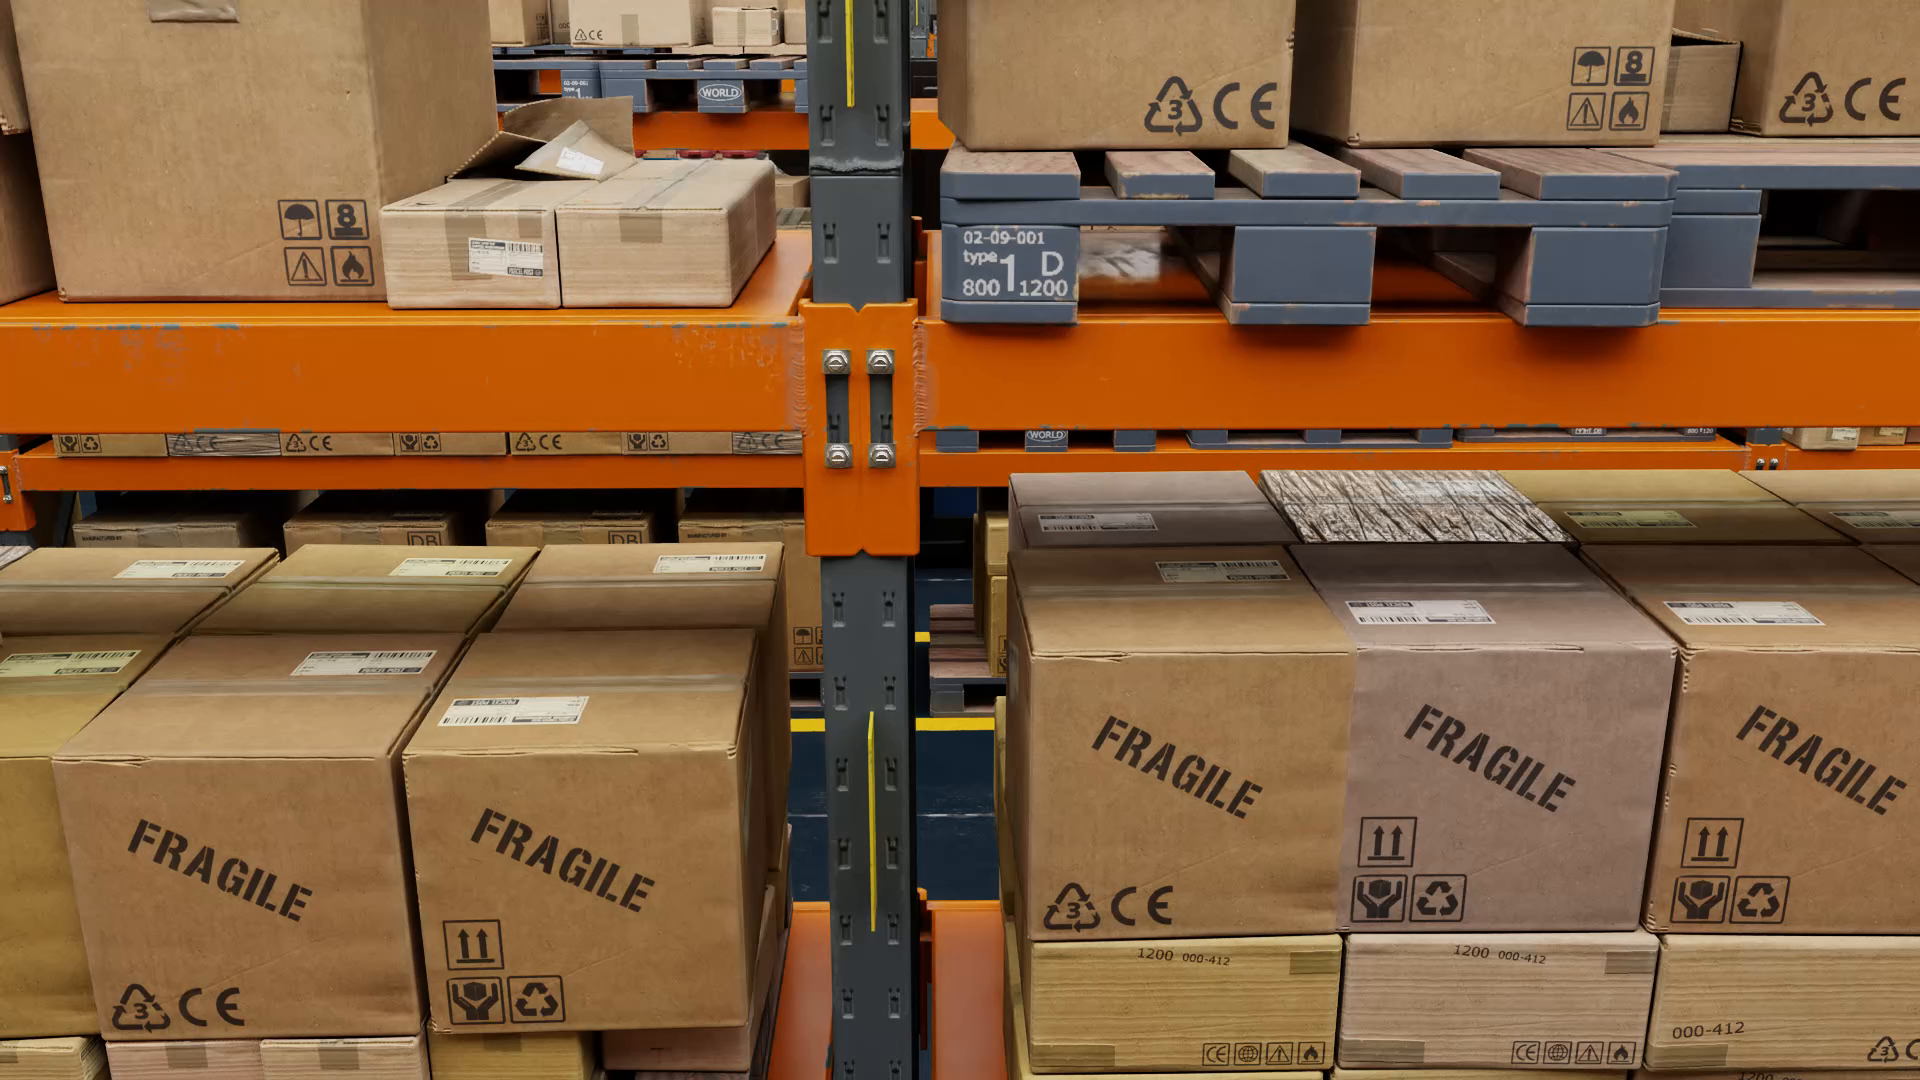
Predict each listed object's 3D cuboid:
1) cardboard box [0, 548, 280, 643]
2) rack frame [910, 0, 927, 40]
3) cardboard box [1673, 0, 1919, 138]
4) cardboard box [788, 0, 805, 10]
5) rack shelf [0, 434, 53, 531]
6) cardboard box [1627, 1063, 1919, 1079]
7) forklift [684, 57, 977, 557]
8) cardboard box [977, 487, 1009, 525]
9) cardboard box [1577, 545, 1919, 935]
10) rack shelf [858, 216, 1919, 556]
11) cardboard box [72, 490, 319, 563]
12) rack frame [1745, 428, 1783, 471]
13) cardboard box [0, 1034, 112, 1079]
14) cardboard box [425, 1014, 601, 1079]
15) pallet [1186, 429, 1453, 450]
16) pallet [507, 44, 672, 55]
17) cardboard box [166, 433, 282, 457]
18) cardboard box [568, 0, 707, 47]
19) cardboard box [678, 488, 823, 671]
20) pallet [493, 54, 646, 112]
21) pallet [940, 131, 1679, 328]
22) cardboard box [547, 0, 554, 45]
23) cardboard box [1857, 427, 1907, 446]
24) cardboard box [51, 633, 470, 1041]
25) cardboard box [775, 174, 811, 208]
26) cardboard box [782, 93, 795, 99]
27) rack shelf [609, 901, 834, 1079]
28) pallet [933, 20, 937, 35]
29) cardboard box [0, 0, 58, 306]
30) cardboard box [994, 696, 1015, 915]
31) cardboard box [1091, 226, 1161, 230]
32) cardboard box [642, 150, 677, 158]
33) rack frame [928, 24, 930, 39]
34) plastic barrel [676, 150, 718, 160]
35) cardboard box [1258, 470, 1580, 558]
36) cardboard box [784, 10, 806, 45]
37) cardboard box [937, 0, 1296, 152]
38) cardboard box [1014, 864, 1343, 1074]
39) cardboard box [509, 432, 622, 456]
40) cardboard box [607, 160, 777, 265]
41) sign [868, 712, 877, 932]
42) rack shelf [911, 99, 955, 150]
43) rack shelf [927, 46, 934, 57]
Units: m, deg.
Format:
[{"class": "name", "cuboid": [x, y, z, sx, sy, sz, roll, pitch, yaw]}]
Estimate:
[{"class": "cardboard box", "cuboid": [-1.657, 0.328, 3.275, 0.500, 0.500, 0.500, 0, 18, 0]}, {"class": "rack frame", "cuboid": [-0.308, -5.106, 11.734, 0.127, 3.000, 1.000, 0, 18, -1]}, {"class": "cardboard box", "cuboid": [1.606, -0.996, 2.980, 0.500, 0.500, 0.500, 0, 18, 0]}, {"class": "cardboard box", "cuboid": [-1.293, -3.879, 11.837, 0.500, 0.500, 0.500, 0, 18, -1]}, {"class": "rack shelf", "cuboid": [-6.330, -0.363, 7.946, 4.000, 0.370, 1.077, 0, 18, -1]}, {"class": "cardboard box", "cuboid": [1.380, 0.914, 3.033, 0.500, 0.250, 0.500, 0, 18, 1]}, {"class": "forklift", "cuboid": [-0.630, -1.388, 10.077, 3.031, 2.935, 1.130, -1, 18, -2]}, {"class": "cardboard box", "cuboid": [0.349, -0.185, 8.389, 0.500, 0.250, 0.500, -1, 18, -2]}, {"class": "cardboard box", "cuboid": [1.359, 0.322, 2.831, 0.500, 0.500, 0.500, 0, 18, 1]}, {"class": "rack shelf", "cuboid": [1.849, -0.319, 2.897, 4.000, 0.370, 1.077, 0, 18, -1]}, {"class": "cardboard box", "cuboid": [-3.711, 0.126, 8.241, 0.750, 0.750, 1.050, 0, 18, -1]}, {"class": "rack frame", "cuboid": [3.669, -0.754, 7.987, 0.127, 3.000, 1.000, 0, 18, -1]}, {"class": "cardboard box", "cuboid": [-1.520, 0.813, 2.827, 0.250, 0.149, 0.380, 0, 18, 0]}, {"class": "cardboard box", "cuboid": [-0.742, 0.793, 2.888, 0.250, 0.149, 0.380, 0, 18, 0]}, {"class": "pallet", "cuboid": [1.648, -0.665, 8.025, 1.213, 0.211, 1.003, 0, 18, -1]}, {"class": "pallet", "cuboid": [-2.651, -3.546, 12.087, 1.003, 0.211, 1.213, 0, 18, -1]}, {"class": "cardboard box", "cuboid": [-3.295, -0.686, 7.611, 0.500, 0.500, 0.500, 0, 18, 0]}, {"class": "cardboard box", "cuboid": [-1.371, -2.271, 7.101, 0.500, 0.311, 0.500, 0, 18, -1]}, {"class": "cardboard box", "cuboid": [-0.941, 0.112, 8.282, 0.750, 0.750, 1.050, -1, 18, -2]}, {"class": "pallet", "cuboid": [-2.091, -2.047, 7.417, 1.213, 0.211, 1.003, 1, 18, 2]}, {"class": "pallet", "cuboid": [0.492, -0.581, 2.846, 1.003, 0.211, 1.213, 1, 18, 2]}, {"class": "cardboard box", "cuboid": [-2.072, -2.427, 7.586, 0.500, 0.311, 0.500, -1, 18, -2]}, {"class": "cardboard box", "cuboid": [4.215, -0.560, 7.792, 0.250, 0.149, 0.380, 0, 18, 1]}, {"class": "cardboard box", "cuboid": [-1.118, 0.481, 2.801, 0.500, 0.500, 0.500, -1, 18, -2]}, {"class": "cardboard box", "cuboid": [-1.404, -2.449, 12.421, 0.500, 0.500, 0.700, 2, 18, 7]}, {"class": "cardboard box", "cuboid": [-2.816, -7.031, 26.672, 0.500, 0.500, 0.700, 2, 18, 7]}, {"class": "rack shelf", "cuboid": [-2.151, 1.129, 3.295, 4.000, 0.370, 1.077, 0, 18, -1]}, {"class": "pallet", "cuboid": [0.101, -8.146, 26.429, 1.003, 0.211, 1.213, 1, 18, 2]}, {"class": "cardboard box", "cuboid": [-1.676, -0.685, 2.691, 0.637, 0.503, 0.797, 0, 18, -1]}, {"class": "cardboard box", "cuboid": [0.329, 0.530, 3.411, 0.500, 0.250, 0.500, 0, 18, -1]}, {"class": "cardboard box", "cuboid": [1.210, -2.223, 12.404, 0.500, 0.500, 0.500, -1, 18, -2]}, {"class": "cardboard box", "cuboid": [-3.968, -5.200, 22.094, 0.500, 0.250, 0.500, 1, 18, 3]}, {"class": "rack frame", "cuboid": [-0.460, -5.275, 22.082, 0.127, 3.000, 1.000, 0, 18, -1]}, {"class": "plastic barrel", "cuboid": [-2.692, -3.749, 17.102, 0.433, 0.535, 0.433, 0, 18, 0]}, {"class": "cardboard box", "cuboid": [0.875, 0.166, 3.320, 0.500, 0.500, 0.500, 0, 18, 0]}, {"class": "cardboard box", "cuboid": [-0.667, -2.338, 7.575, 0.250, 0.149, 0.380, -1, 18, -3]}, {"class": "cardboard box", "cuboid": [0.223, -0.948, 2.826, 0.637, 0.503, 0.797, -1, 18, -4]}, {"class": "cardboard box", "cuboid": [0.359, 0.683, 2.934, 0.500, 0.250, 0.500, 0, 18, -1]}, {"class": "cardboard box", "cuboid": [-1.775, -0.694, 7.635, 0.500, 0.500, 0.500, -1, 18, -2]}, {"class": "cardboard box", "cuboid": [-0.469, -0.582, 2.952, 0.250, 0.149, 0.380, 0, 18, -1]}, {"class": "sign", "cuboid": [-0.133, 0.429, 2.534, 0.005, 0.325, 0.100, 0, 18, -1]}, {"class": "rack shelf", "cuboid": [1.669, -1.830, 7.608, 4.000, 0.370, 1.077, 0, 18, -1]}, {"class": "rack shelf", "cuboid": [1.614, -4.858, 17.048, 4.000, 0.370, 1.077, 0, 18, -1]}]
